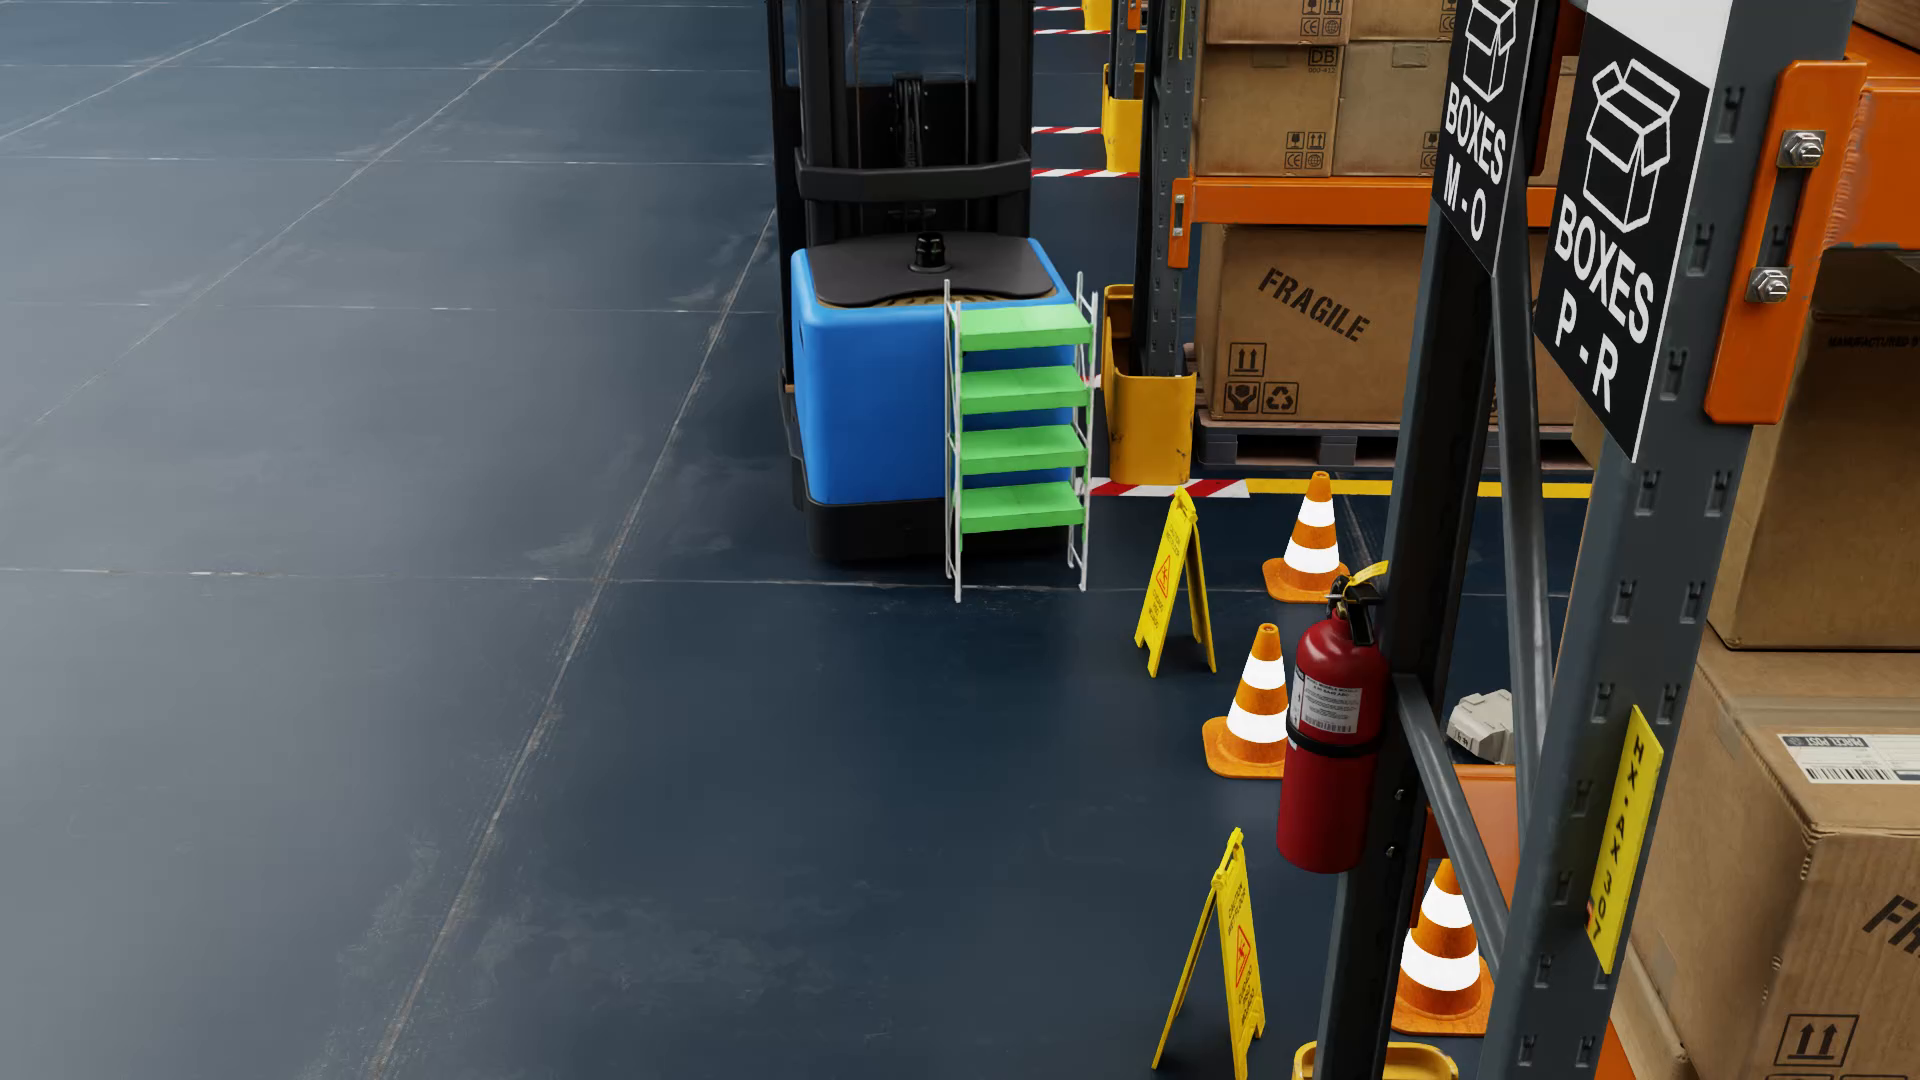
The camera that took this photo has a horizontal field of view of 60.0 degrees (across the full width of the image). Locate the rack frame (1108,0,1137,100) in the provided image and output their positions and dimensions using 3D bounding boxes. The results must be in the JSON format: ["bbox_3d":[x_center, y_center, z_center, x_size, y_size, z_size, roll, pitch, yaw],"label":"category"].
[{"bbox_3d":[1.145,-4.156,11.388,0.127,3.000,1.000,1,28,2],"label":"rack frame"}]

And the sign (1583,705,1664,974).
[{"bbox_3d":[0.777,0.354,1.955,0.005,0.325,0.100,1,28,2],"label":"sign"}]

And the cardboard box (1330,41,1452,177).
[{"bbox_3d":[1.792,-1.919,7.007,0.550,0.550,0.875,1,28,2],"label":"cardboard box"}]

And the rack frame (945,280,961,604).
[{"bbox_3d":[-0.026,-0.345,6.120,0.015,1.200,0.240,-5,28,-9],"label":"rack frame"}]

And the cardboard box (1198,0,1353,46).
[{"bbox_3d":[1.239,-2.355,6.677,0.550,0.550,0.875,1,28,2],"label":"cardboard box"}]

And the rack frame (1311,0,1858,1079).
[{"bbox_3d":[0.795,0.484,2.634,0.053,2.616,0.949,1,28,2],"label":"rack frame"}]

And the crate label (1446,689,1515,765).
[{"bbox_3d":[1.758,0.609,5.454,0.298,0.136,0.250,-14,31,-24],"label":"crate label"}]

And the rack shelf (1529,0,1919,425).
[{"bbox_3d":[2.794,-0.492,2.041,4.000,0.370,1.077,1,28,2],"label":"rack shelf"}]

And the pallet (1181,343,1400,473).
[{"bbox_3d":[1.671,-0.627,7.708,1.213,0.211,1.003,1,28,2],"label":"pallet"}]

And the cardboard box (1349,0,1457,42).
[{"bbox_3d":[1.792,-2.389,6.742,0.550,0.550,0.875,1,28,2],"label":"cardboard box"}]

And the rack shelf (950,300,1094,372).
[{"bbox_3d":[0.214,-0.733,5.963,0.480,0.148,0.258,-5,28,-9],"label":"rack shelf"}]

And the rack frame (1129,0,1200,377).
[{"bbox_3d":[0.869,-1.836,7.011,0.127,3.000,1.000,1,28,2],"label":"rack frame"}]

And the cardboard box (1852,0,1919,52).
[{"bbox_3d":[1.116,-0.574,1.696,0.250,0.149,0.380,1,28,2],"label":"cardboard box"}]

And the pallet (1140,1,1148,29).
[{"bbox_3d":[2.209,-5.247,16.423,1.213,0.211,1.003,1,28,2],"label":"pallet"}]

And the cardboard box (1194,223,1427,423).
[{"bbox_3d":[1.549,-1.103,7.448,0.875,0.875,0.875,1,28,2],"label":"cardboard box"}]

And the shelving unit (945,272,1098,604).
[{"bbox_3d":[0.214,-0.365,6.158,0.503,1.200,0.258,-5,28,-9],"label":"shelving unit"}]

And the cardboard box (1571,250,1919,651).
[{"bbox_3d":[1.314,-0.229,2.487,0.500,0.500,0.700,0,28,1],"label":"cardboard box"}]

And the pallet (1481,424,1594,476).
[{"bbox_3d":[2.887,-0.606,7.668,1.213,0.211,1.003,1,28,2],"label":"pallet"}]

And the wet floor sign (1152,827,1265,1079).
[{"bbox_3d":[0.643,1.019,4.139,0.232,0.644,0.267,11,30,19],"label":"wet floor sign"}]

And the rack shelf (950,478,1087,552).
[{"bbox_3d":[0.214,-0.097,6.301,0.480,0.148,0.258,-5,28,-9],"label":"rack shelf"}]

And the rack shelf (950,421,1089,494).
[{"bbox_3d":[0.214,-0.309,6.188,0.480,0.148,0.258,-5,28,-9],"label":"rack shelf"}]

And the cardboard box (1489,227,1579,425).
[{"bbox_3d":[2.429,-1.089,7.422,0.875,0.875,0.875,1,28,1],"label":"cardboard box"}]

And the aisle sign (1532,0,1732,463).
[{"bbox_3d":[0.723,-0.522,1.757,0.004,0.787,0.394,1,28,2],"label":"aisle sign"}]

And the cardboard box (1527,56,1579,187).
[{"bbox_3d":[2.347,-1.851,6.878,0.550,0.550,0.875,1,28,2],"label":"cardboard box"}]

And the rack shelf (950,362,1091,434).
[{"bbox_3d":[0.214,-0.521,6.076,0.480,0.148,0.258,-5,28,-9],"label":"rack shelf"}]

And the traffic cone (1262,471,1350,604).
[{"bbox_3d":[1.350,-0.042,6.335,0.334,0.463,0.336,1,28,2],"label":"traffic cone"}]

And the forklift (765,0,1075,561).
[{"bbox_3d":[-0.279,-1.879,7.166,1.130,2.935,3.031,-4,28,-8],"label":"forklift"}]

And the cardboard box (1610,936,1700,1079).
[{"bbox_3d":[1.128,0.696,2.503,0.250,0.149,0.380,1,28,2],"label":"cardboard box"}]

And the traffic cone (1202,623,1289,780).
[{"bbox_3d":[0.970,0.481,5.348,0.334,0.463,0.336,1,28,2],"label":"traffic cone"}]

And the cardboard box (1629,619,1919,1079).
[{"bbox_3d":[1.259,0.445,2.284,0.500,0.500,0.500,1,28,1],"label":"cardboard box"}]

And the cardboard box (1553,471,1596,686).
[{"bbox_3d":[1.348,0.187,2.770,0.500,0.500,0.500,0,28,1],"label":"cardboard box"}]

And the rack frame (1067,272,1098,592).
[{"bbox_3d":[0.454,-0.386,6.196,0.015,1.200,0.240,-5,28,-9],"label":"rack frame"}]

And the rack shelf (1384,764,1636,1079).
[{"bbox_3d":[2.794,0.833,2.743,4.000,0.370,1.077,1,28,2],"label":"rack shelf"}]

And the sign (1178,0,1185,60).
[{"bbox_3d":[0.844,-1.994,6.300,0.005,0.325,0.100,1,28,2],"label":"sign"}]

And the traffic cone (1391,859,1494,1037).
[{"bbox_3d":[1.271,1.007,4.357,0.334,0.463,0.336,1,28,2],"label":"traffic cone"}]

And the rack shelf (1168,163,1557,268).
[{"bbox_3d":[2.868,-1.485,7.117,4.000,0.370,1.077,1,28,2],"label":"rack shelf"}]

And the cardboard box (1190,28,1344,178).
[{"bbox_3d":[1.242,-1.917,7.004,0.550,0.550,0.875,1,28,2],"label":"cardboard box"}]

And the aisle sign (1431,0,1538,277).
[{"bbox_3d":[0.744,-0.803,2.286,0.004,0.787,0.394,1,28,2],"label":"aisle sign"}]

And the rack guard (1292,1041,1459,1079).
[{"bbox_3d":[0.871,1.588,3.220,0.348,0.500,1.175,1,28,2],"label":"rack guard"}]

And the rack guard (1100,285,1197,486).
[{"bbox_3d":[0.845,-0.732,7.597,0.348,0.500,1.175,1,28,2],"label":"rack guard"}]

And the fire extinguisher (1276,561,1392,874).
[{"bbox_3d":[0.697,0.299,3.066,0.183,0.674,0.296,1,28,2],"label":"fire extinguisher"}]

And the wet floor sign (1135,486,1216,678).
[{"bbox_3d":[0.770,0.130,5.815,0.232,0.644,0.267,-4,28,-7],"label":"wet floor sign"}]

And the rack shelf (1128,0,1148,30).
[{"bbox_3d":[3.144,-3.805,11.494,4.000,0.370,1.077,1,28,2],"label":"rack shelf"}]

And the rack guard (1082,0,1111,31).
[{"bbox_3d":[1.398,-5.391,16.386,0.348,0.500,1.175,1,28,2],"label":"rack guard"}]

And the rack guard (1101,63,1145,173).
[{"bbox_3d":[1.221,-3.050,11.971,0.348,0.500,1.175,1,28,2],"label":"rack guard"}]
